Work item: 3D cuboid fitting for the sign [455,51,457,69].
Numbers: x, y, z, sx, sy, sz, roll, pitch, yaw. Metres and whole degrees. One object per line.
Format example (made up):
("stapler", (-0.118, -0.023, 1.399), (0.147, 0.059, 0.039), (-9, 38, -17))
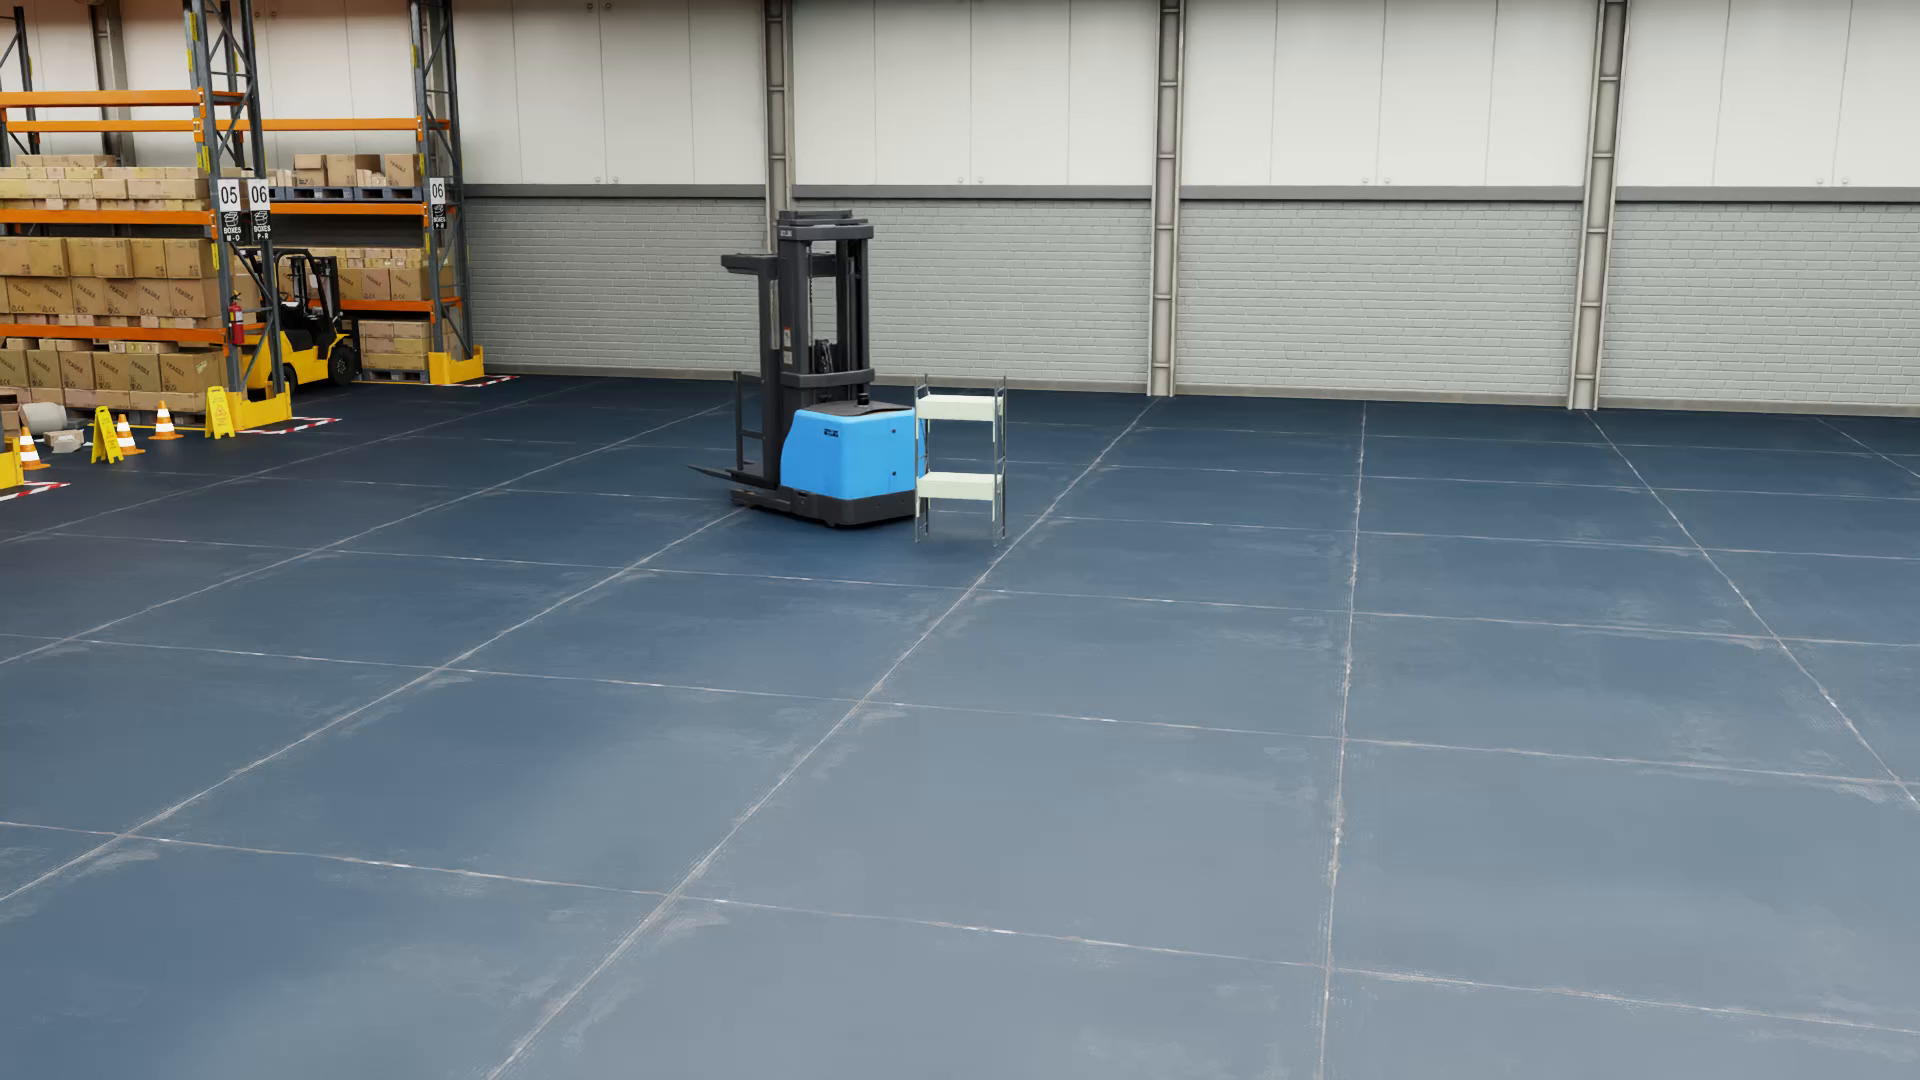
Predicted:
("sign", (-8.013, -7.633, 26.340), (0.005, 0.325, 0.100), (3, 13, 14))

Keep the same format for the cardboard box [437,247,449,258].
("cardboard box", (-8.427, -4.628, 26.751), (0.250, 0.149, 0.380), (3, 13, 12))

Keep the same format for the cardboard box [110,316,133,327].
("cardboard box", (-11.011, -2.914, 22.022), (0.250, 0.149, 0.380), (3, 13, 13))

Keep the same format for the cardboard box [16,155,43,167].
("cardboard box", (-15.274, -6.148, 27.662), (0.500, 0.500, 0.500), (3, 13, 14))

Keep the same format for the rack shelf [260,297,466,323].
("rack shelf", (-10.094, -3.807, 27.129), (4.000, 0.370, 1.077), (3, 13, 14))

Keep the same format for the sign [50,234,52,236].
("sign", (-15.789, -5.152, 28.856), (0.005, 0.325, 0.100), (3, 13, 14))

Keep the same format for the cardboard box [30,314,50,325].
("cardboard box", (-12.238, -2.982, 22.329), (0.250, 0.149, 0.380), (3, 13, 15))

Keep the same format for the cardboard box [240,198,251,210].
("cardboard box", (-9.582, -4.438, 21.965), (0.250, 0.149, 0.380), (3, 13, 14))

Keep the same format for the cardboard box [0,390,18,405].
("cardboard box", (-12.507, -1.657, 21.543), (0.500, 0.500, 0.500), (-9, 15, -35))

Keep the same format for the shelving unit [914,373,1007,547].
("shelving unit", (0.006, -0.732, 15.070), (0.755, 1.500, 0.431), (3, 13, 14))

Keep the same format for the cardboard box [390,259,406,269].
("cardboard box", (-8.811, -4.386, 26.349), (0.250, 0.149, 0.380), (3, 13, 14))

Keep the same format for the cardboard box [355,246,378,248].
("cardboard box", (-9.662, -4.718, 27.157), (0.250, 0.149, 0.380), (3, 13, 12))

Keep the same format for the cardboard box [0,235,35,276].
("cardboard box", (-12.846, -3.832, 22.354), (0.500, 0.500, 0.700), (3, 13, 13))

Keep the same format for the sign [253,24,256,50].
("sign", (-9.208, -6.548, 21.632), (0.005, 0.325, 0.100), (3, 13, 14))

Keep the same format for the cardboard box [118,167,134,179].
("cardboard box", (-10.700, -4.766, 21.604), (0.250, 0.149, 0.380), (3, 13, 14))

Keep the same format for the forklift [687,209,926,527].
("forklift", (-1.666, -1.812, 16.633), (1.130, 2.935, 3.031), (-11, 17, -40))

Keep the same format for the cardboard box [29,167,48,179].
("cardboard box", (-11.978, -4.820, 21.846), (0.250, 0.149, 0.380), (3, 13, 12))

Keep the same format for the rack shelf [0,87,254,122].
("rack shelf", (-11.279, -5.690, 21.774), (4.000, 0.370, 1.077), (3, 13, 14))

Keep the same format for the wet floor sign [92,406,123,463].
("wet floor sign", (-9.923, -1.230, 19.287), (0.232, 0.644, 0.267), (1, 13, 4))

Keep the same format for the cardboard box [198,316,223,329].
("cardboard box", (-9.752, -2.862, 21.790), (0.250, 0.149, 0.380), (4, 13, 15))

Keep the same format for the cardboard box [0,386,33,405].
("cardboard box", (-12.713, -1.993, 22.672), (0.500, 0.250, 0.500), (2, 13, 11))

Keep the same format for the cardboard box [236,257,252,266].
("cardboard box", (-11.537, -4.543, 27.055), (0.250, 0.149, 0.380), (3, 13, 15))

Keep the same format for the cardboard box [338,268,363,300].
("cardboard box", (-9.692, -4.129, 26.688), (0.500, 0.500, 0.500), (3, 13, 12))

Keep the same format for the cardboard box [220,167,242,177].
("cardboard box", (-9.634, -4.803, 21.770), (0.250, 0.149, 0.380), (3, 13, 13))

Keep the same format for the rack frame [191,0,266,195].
("rack frame", (-9.338, -5.939, 21.228), (0.127, 3.000, 1.000), (3, 13, 14))

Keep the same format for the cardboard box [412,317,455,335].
("cardboard box", (-8.573, -3.470, 27.019), (0.500, 0.250, 0.500), (3, 13, 13))

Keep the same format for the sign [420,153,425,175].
("sign", (-8.296, -5.799, 25.660), (0.005, 0.325, 0.100), (3, 13, 14))

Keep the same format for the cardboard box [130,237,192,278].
("cardboard box", (-10.376, -3.701, 21.764), (0.500, 0.500, 0.700), (3, 13, 14))

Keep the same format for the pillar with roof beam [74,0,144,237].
("pillar with roof beam", (-15.469, -6.615, 24.274), (0.548, 9.000, 9.100), (3, 13, 14))

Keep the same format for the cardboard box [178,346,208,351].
("cardboard box", (-10.587, -2.367, 22.623), (0.500, 0.500, 0.500), (3, 13, 11))

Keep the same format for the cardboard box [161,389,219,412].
("cardboard box", (-10.210, -1.860, 22.070), (0.500, 0.250, 0.500), (3, 13, 13))

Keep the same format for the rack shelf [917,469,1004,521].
("rack shelf", (0.006, -0.414, 15.140), (0.720, 0.370, 0.431), (3, 13, 14))

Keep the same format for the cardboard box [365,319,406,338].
("cardboard box", (-9.171, -3.389, 26.653), (0.500, 0.250, 0.500), (3, 13, 15))

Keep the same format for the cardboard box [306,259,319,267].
("cardboard box", (-10.293, -4.471, 26.733), (0.250, 0.149, 0.380), (3, 13, 12))

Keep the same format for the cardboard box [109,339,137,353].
("cardboard box", (-11.049, -2.575, 22.066), (0.250, 0.149, 0.380), (4, 13, 16))

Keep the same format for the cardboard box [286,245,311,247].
("cardboard box", (-10.901, -4.787, 27.471), (0.250, 0.149, 0.380), (3, 13, 12))

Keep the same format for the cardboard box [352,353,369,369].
("cardboard box", (-9.648, -2.931, 26.897), (0.500, 0.250, 0.500), (3, 13, 14))

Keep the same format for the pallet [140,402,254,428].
("pallet", (-10.192, -1.703, 22.421), (1.213, 0.211, 1.003), (3, 13, 14))

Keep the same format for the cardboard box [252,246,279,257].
("cardboard box", (-11.272, -4.688, 27.023), (0.250, 0.149, 0.380), (3, 13, 12))

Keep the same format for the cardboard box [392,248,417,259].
("cardboard box", (-8.797, -4.546, 26.382), (0.250, 0.149, 0.380), (3, 13, 14))

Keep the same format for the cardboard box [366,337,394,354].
("cardboard box", (-9.184, -3.149, 26.727), (0.500, 0.250, 0.500), (3, 13, 13))

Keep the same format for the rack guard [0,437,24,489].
("rack guard", (-10.402, -0.743, 17.427), (0.348, 0.500, 1.175), (3, 13, 14))

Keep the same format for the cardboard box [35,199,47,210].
("cardboard box", (-11.979, -4.440, 21.974), (0.250, 0.149, 0.380), (3, 13, 12))

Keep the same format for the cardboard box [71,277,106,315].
("cardboard box", (-11.388, -3.259, 22.079), (0.500, 0.500, 0.500), (3, 13, 14))

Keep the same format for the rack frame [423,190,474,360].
("rack frame", (-8.152, -4.055, 26.583), (0.127, 3.000, 1.000), (3, 13, 14))

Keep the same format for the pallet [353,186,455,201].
("pallet", (-8.832, -5.518, 26.458), (1.213, 0.211, 1.003), (3, 13, 14))

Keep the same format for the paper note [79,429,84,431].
("paper note", (-11.465, -1.422, 21.571), (0.148, 0.019, 0.142), (-1, 13, -6))

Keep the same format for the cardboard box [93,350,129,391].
("cardboard box", (-11.174, -2.280, 22.233), (0.500, 0.500, 0.500), (3, 13, 12))

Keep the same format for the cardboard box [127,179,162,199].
("cardboard box", (-10.384, -4.546, 21.533), (0.500, 0.250, 0.500), (3, 13, 13))

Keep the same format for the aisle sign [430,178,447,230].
("aisle sign", (-8.159, -5.258, 26.008), (0.004, 0.787, 0.394), (3, 13, 14))

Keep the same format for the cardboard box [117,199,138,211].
("cardboard box", (-10.734, -4.369, 21.656), (0.250, 0.149, 0.380), (3, 13, 13))

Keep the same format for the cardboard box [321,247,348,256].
("cardboard box", (-10.041, -4.618, 26.707), (0.250, 0.149, 0.380), (3, 13, 14))

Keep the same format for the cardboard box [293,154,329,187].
("cardboard box", (-10.170, -5.907, 26.571), (0.637, 0.503, 0.797), (3, 13, 15))
